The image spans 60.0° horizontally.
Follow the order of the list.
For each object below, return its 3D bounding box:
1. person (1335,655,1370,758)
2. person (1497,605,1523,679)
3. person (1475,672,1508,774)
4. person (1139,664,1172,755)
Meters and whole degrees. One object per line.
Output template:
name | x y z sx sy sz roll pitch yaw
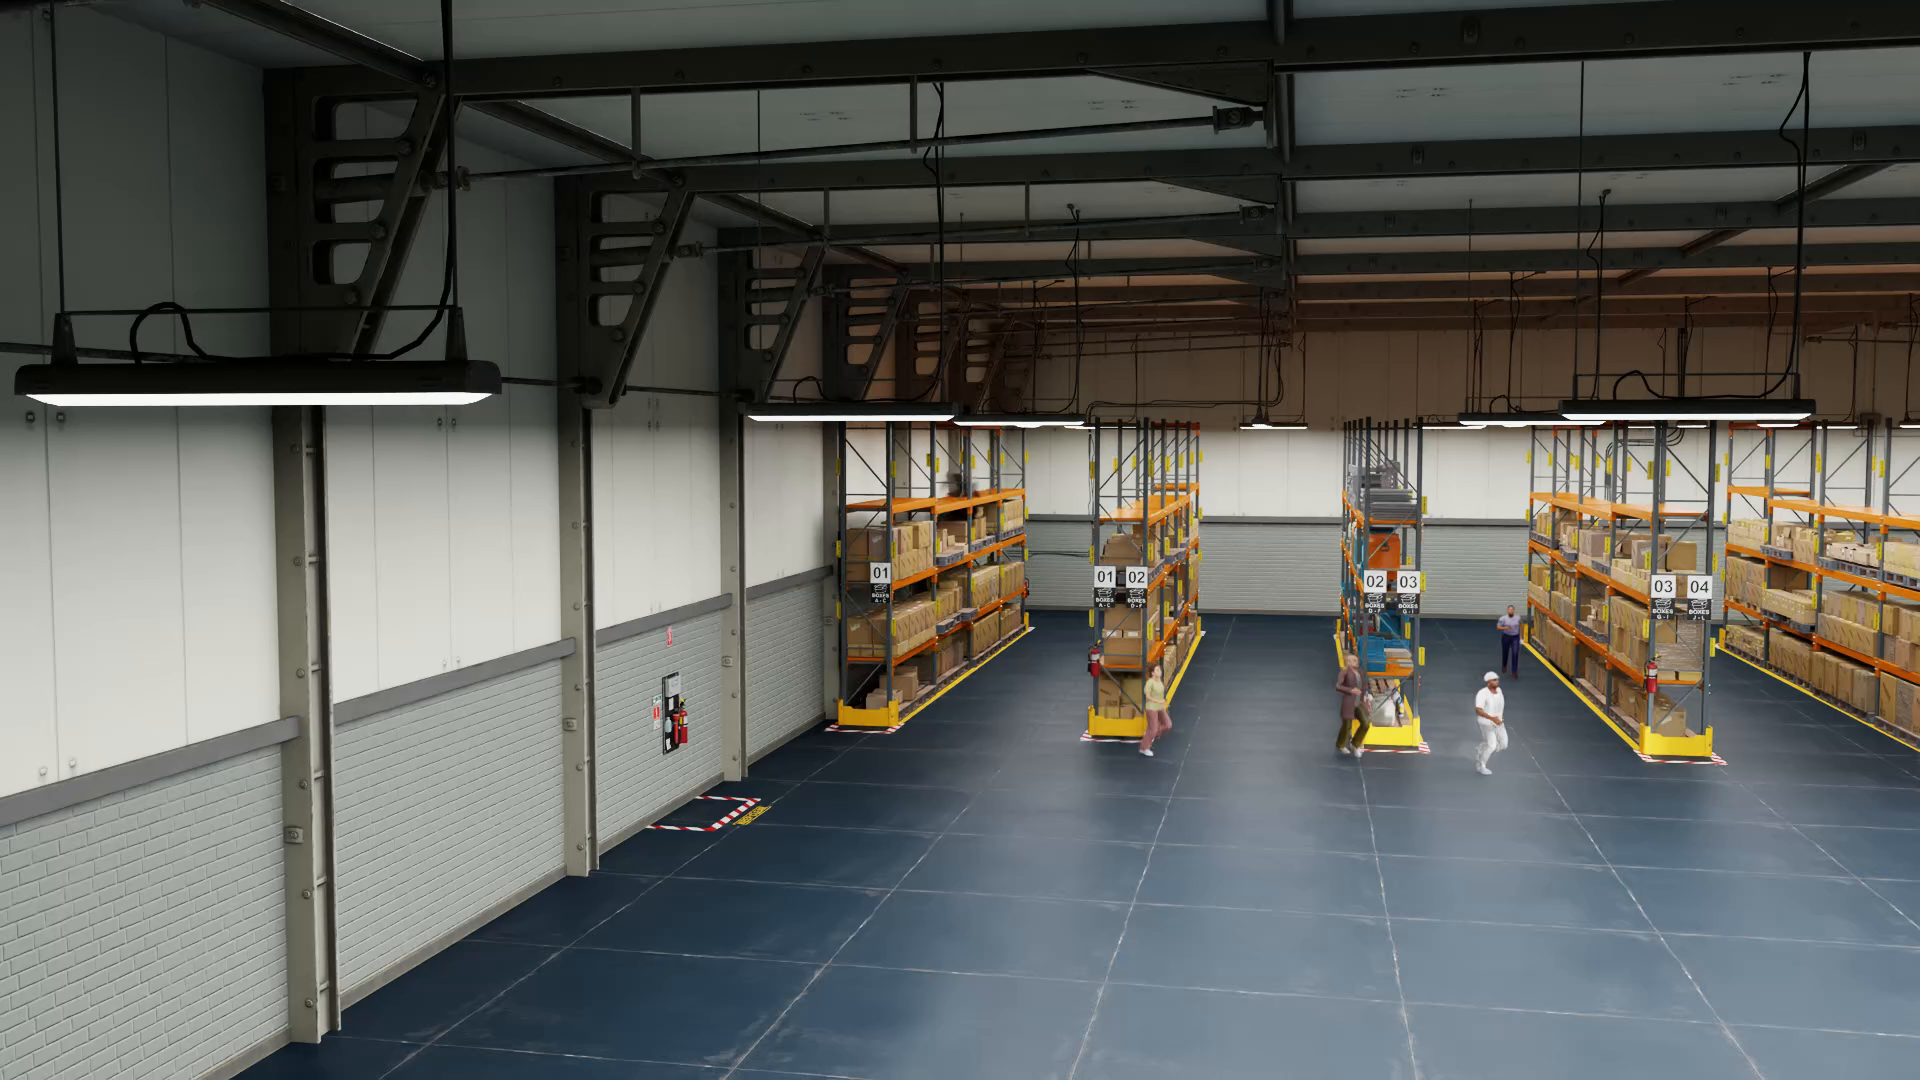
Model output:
person | 6.950 2.936 29.367 0.717 1.807 0.688 -2 4 -24
person | 12.881 2.359 38.953 0.624 1.677 0.874 1 4 11
person | 8.917 3.060 27.852 0.729 1.723 0.647 -2 4 -33
person | 3.477 3.001 29.461 0.637 1.629 0.608 3 5 42
